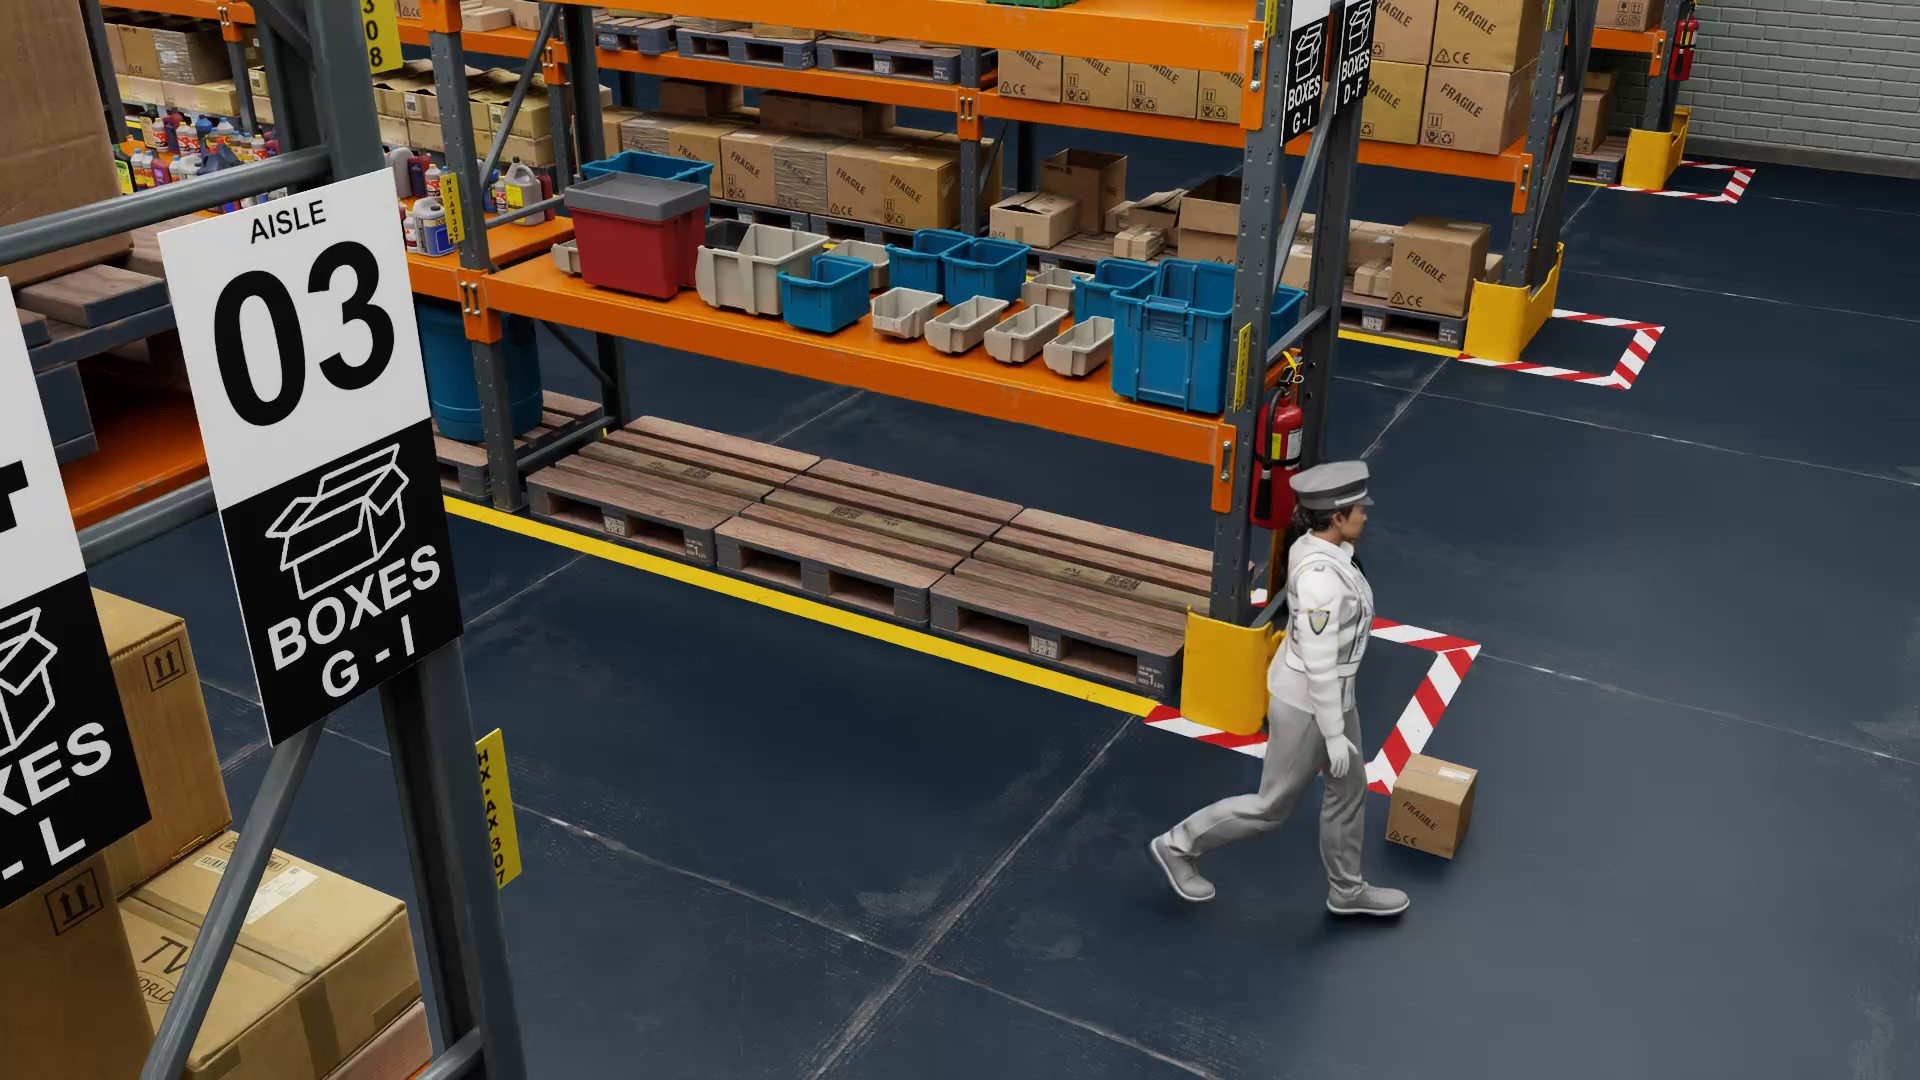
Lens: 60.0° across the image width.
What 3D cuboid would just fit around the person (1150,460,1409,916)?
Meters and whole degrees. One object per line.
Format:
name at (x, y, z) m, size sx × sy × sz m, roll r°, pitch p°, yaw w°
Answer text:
person at (1.129, 0.529, 5.549) m, size 0.907 × 1.639 × 0.545 m, roll 6°, pitch 27°, yaw 12°
